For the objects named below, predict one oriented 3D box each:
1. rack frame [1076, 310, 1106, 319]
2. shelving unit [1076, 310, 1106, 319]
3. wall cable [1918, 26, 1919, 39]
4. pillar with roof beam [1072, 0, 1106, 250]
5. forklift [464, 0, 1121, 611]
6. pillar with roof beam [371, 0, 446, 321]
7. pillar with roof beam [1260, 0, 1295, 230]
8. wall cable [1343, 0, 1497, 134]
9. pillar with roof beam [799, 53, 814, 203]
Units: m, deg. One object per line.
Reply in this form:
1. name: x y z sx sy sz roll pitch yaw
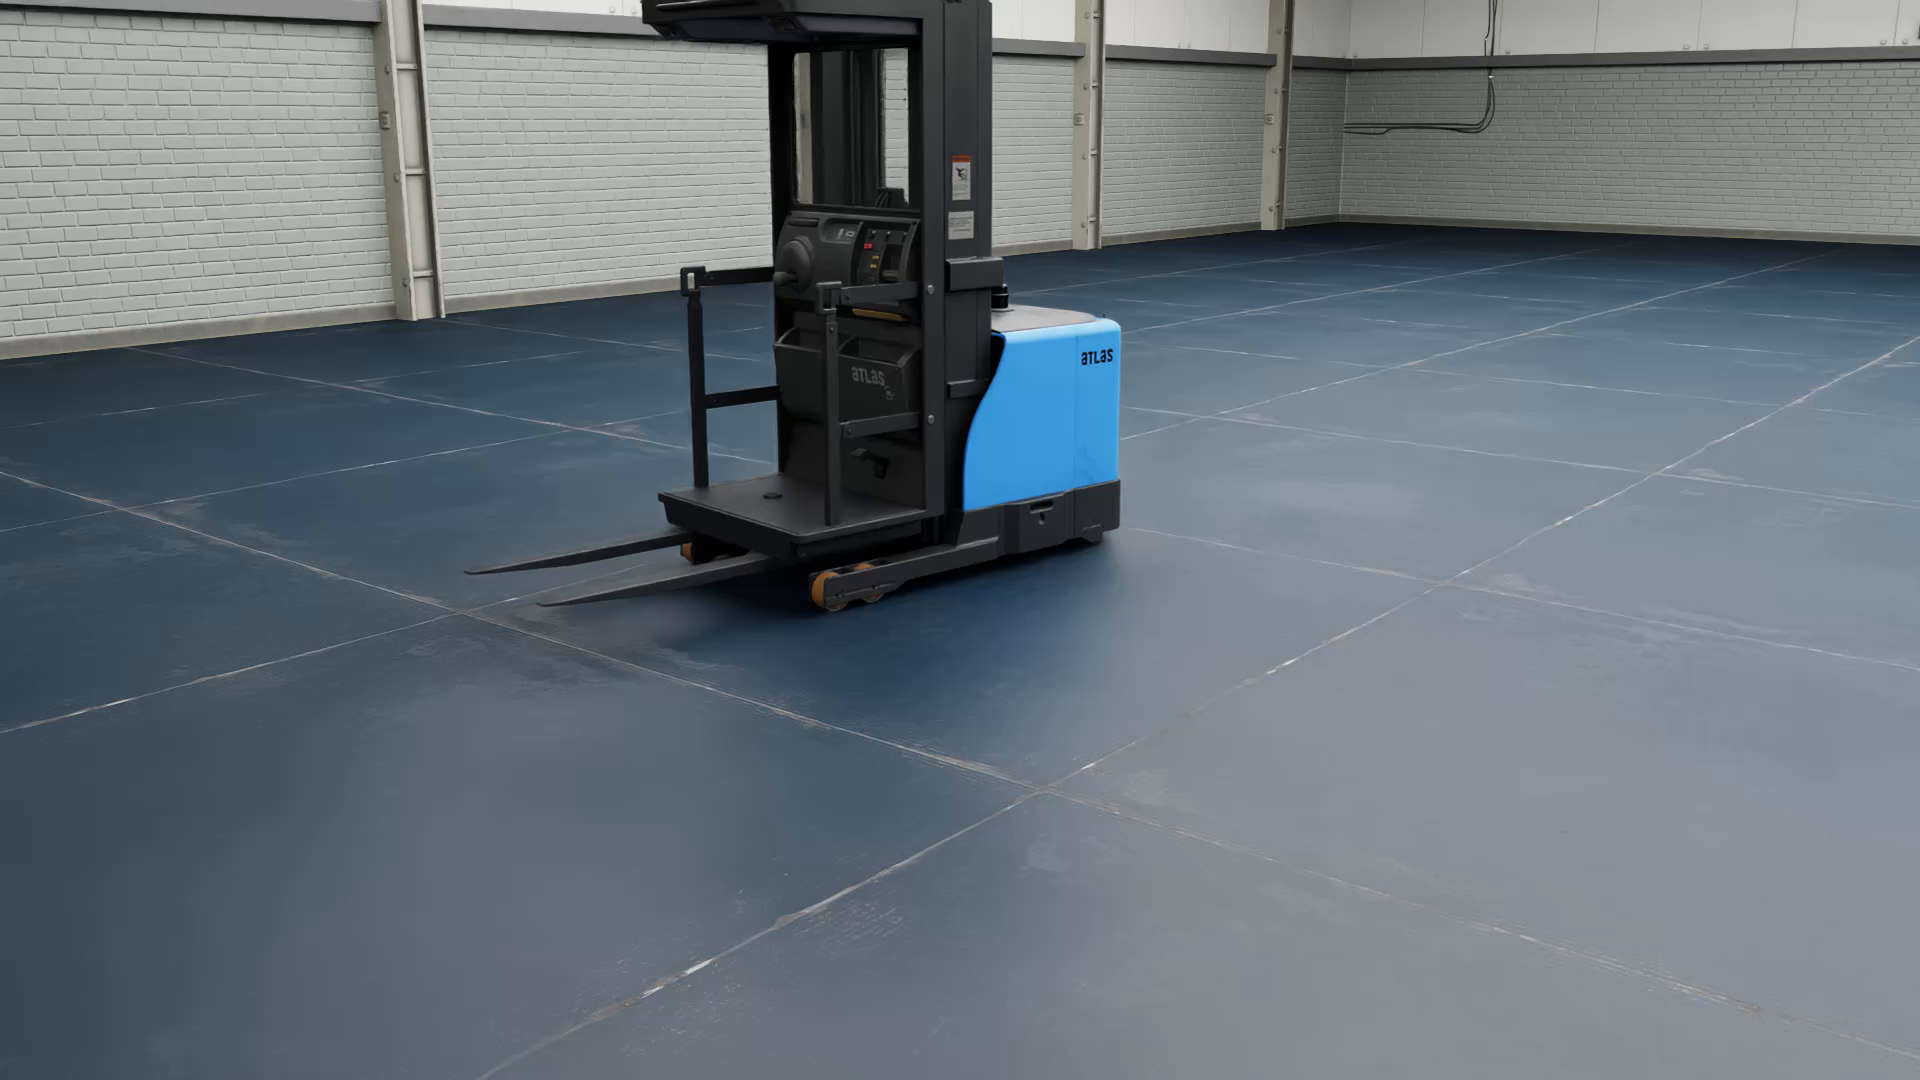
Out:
1. rack frame: 0.663 -0.646 8.532 0.008 1.050 0.200 -12 19 -40
2. shelving unit: 0.572 -0.626 8.453 0.252 1.050 0.215 -12 19 -40
3. wall cable: 16.012 -10.632 24.790 2.305 6.003 0.169 11 18 38
4. pillar with roof beam: 5.335 -8.281 22.443 9.100 9.000 0.400 11 18 38
5. forklift: -0.658 -1.267 7.159 3.031 2.935 1.130 -12 19 -40
6. pillar with roof beam: -2.207 -5.983 13.397 9.100 9.000 0.400 11 18 38
7. pillar with roof beam: 9.106 -9.430 26.966 9.100 9.000 0.400 11 18 38
8. wall cable: 8.638 -8.951 31.386 3.097 2.526 0.112 11 18 38
9. pillar with roof beam: 1.564 -7.132 17.920 9.100 9.000 0.400 11 18 38
